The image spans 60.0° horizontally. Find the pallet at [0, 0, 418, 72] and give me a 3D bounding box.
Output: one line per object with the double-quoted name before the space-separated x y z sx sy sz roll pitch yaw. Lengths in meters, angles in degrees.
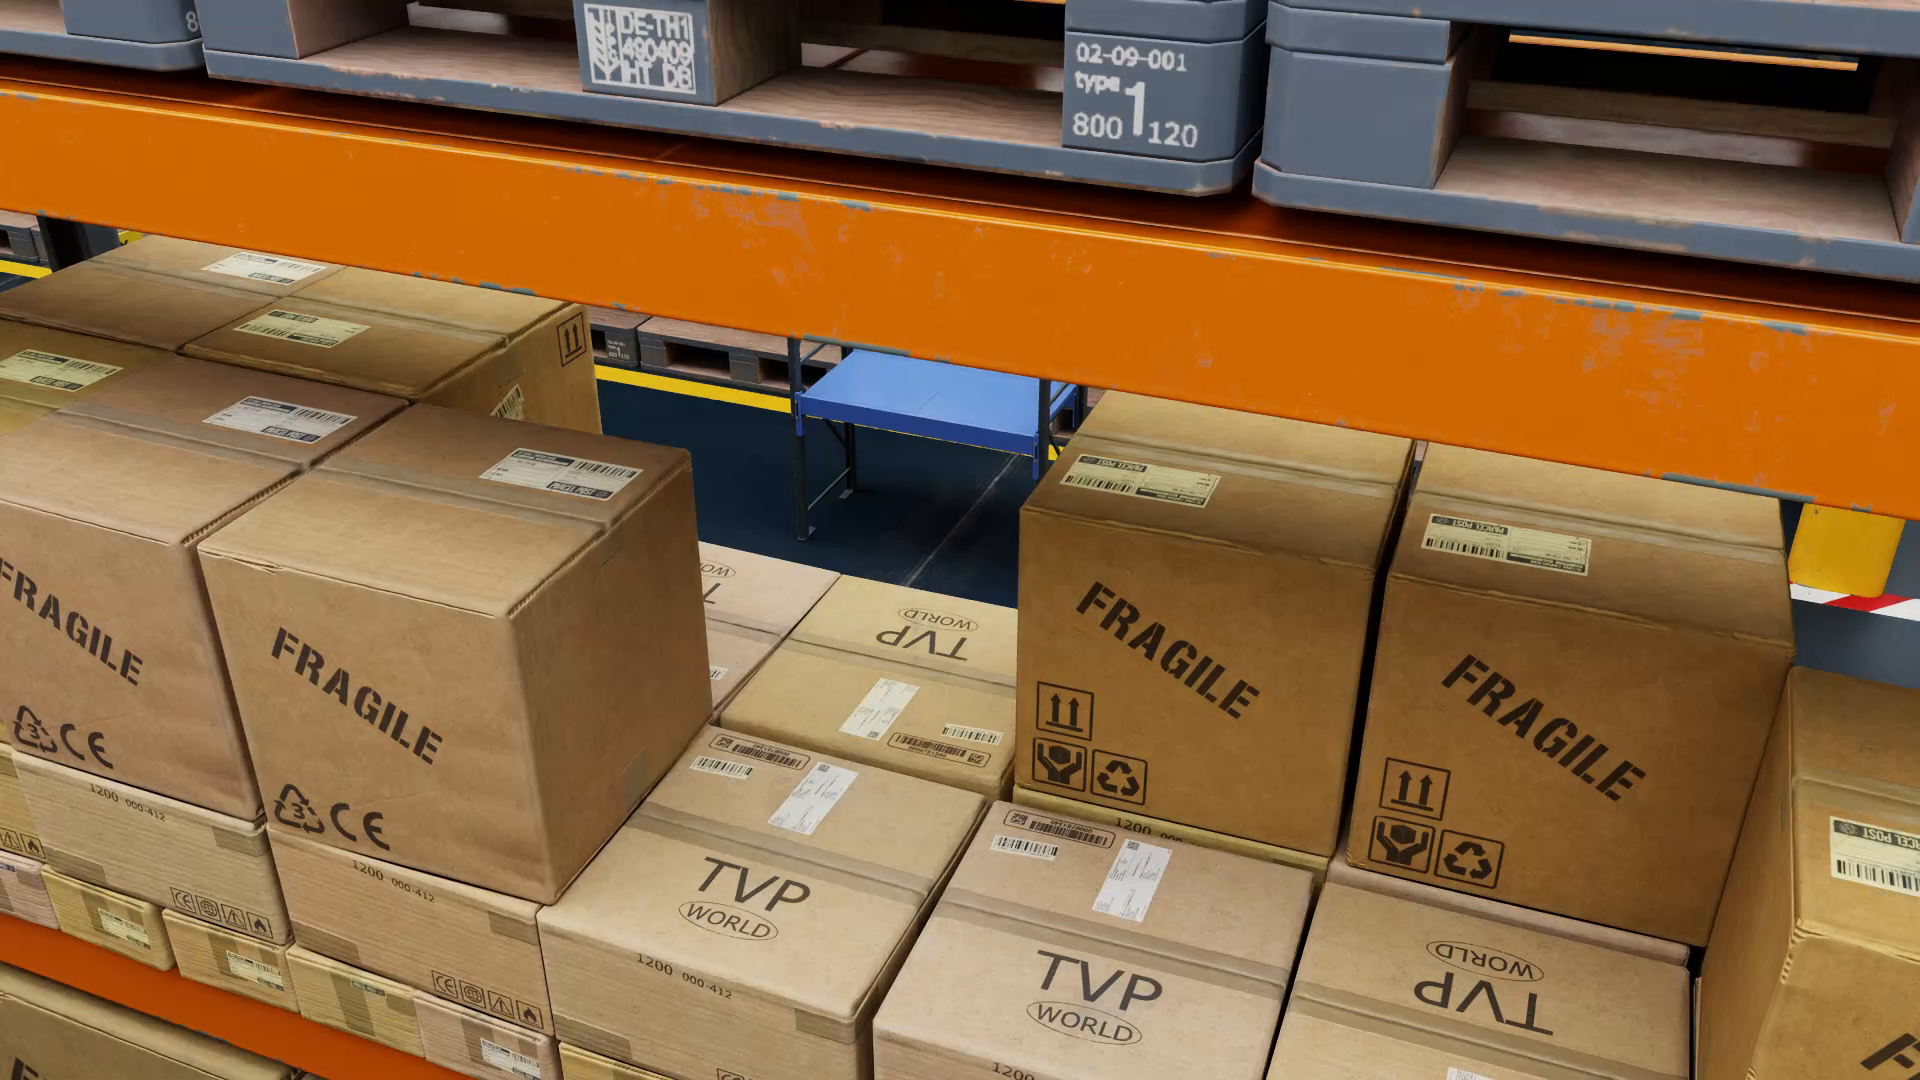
"pallet" -1.259 -0.964 2.449 1.213 0.211 1.003 11 31 19

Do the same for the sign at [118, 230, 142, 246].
"sign" -1.806 -0.517 3.657 0.005 0.325 0.100 11 31 19

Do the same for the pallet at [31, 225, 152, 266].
"pallet" -4.561 -1.798 9.717 1.213 0.211 1.003 11 31 19

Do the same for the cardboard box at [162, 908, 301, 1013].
"cardboard box" -1.132 0.608 2.881 0.250 0.149 0.380 10 31 18

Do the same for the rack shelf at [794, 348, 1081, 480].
"rack shelf" -0.079 -0.512 6.497 1.000 0.185 0.538 11 31 19

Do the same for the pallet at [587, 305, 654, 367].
"pallet" -1.985 -1.284 8.807 1.213 0.211 1.003 11 31 19

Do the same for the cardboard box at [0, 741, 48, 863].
"cardboard box" -1.676 0.289 3.040 0.500 0.250 0.500 11 31 18

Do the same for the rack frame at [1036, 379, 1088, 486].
"rack frame" 0.392 -0.575 6.242 0.032 1.500 0.500 11 31 19

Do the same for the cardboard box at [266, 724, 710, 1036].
"cardboard box" -0.735 0.477 2.708 0.500 0.250 0.500 12 32 20

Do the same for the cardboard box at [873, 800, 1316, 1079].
"cardboard box" 0.203 0.666 2.373 0.500 0.250 0.500 10 31 17

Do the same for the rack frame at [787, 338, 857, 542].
"rack frame" -0.550 -0.763 6.575 0.032 1.500 0.500 11 31 19

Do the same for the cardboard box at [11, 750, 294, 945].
"cardboard box" -1.217 0.384 2.873 0.500 0.250 0.500 11 31 19

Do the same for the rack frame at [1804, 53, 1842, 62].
"rack frame" 5.422 -3.629 10.122 0.127 3.000 1.000 11 31 19

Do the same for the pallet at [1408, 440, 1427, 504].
"pallet" 1.680 -0.554 7.515 1.213 0.211 1.003 11 31 19

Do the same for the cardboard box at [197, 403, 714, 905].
"cardboard box" -0.728 0.151 2.523 0.500 0.500 0.500 10 31 18

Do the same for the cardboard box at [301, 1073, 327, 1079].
"cardboard box" -0.598 1.214 3.285 0.875 0.875 0.875 11 31 19

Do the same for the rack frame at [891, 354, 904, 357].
"rack frame" -0.151 -2.111 7.437 0.127 3.000 1.000 11 31 19

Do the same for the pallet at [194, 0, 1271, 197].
"pallet" -0.132 -0.737 2.048 1.213 0.211 1.003 11 31 19

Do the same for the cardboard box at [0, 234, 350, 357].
"cardboard box" -1.486 -0.280 3.286 0.500 0.500 0.500 12 32 21

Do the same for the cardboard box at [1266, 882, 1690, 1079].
"cardboard box" 0.675 0.760 2.207 0.500 0.250 0.500 11 31 18

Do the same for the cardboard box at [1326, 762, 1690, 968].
"cardboard box" 0.866 0.518 2.635 0.500 0.250 0.500 11 31 19

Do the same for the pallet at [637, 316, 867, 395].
"pallet" -0.850 -1.059 8.409 1.213 0.211 1.003 11 31 19

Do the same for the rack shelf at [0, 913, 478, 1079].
"rack shelf" -0.160 0.830 2.964 4.000 0.370 1.077 11 31 19

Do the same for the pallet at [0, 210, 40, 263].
"pallet" -5.687 -2.025 10.117 1.213 0.211 1.003 11 31 19

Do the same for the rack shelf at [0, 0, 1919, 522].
"rack shelf" -0.160 -0.475 2.225 4.000 0.370 1.077 11 31 19

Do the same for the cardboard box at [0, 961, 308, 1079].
"cardboard box" -1.431 1.048 3.580 0.875 0.875 0.875 11 31 19

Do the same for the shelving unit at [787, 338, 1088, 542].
"shelving unit" -0.079 -0.669 6.409 1.048 1.500 0.538 11 31 19

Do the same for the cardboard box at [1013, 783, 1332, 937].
"cardboard box" 0.402 0.423 2.803 0.500 0.250 0.500 10 31 17

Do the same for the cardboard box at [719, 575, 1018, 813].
"cardboard box" -0.084 0.329 2.969 0.500 0.250 0.500 11 31 18

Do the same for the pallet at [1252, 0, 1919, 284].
"pallet" 1.002 -0.512 1.650 1.213 0.211 1.003 11 31 19

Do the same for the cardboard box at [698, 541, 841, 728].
"cardboard box" -0.552 0.234 3.138 0.500 0.250 0.500 12 32 20

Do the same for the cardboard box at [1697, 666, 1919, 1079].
"cardboard box" 1.143 0.526 1.859 0.500 0.500 0.500 12 32 20

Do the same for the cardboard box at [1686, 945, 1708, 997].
"cardboard box" 1.350 0.611 2.470 0.500 0.250 0.500 10 31 18

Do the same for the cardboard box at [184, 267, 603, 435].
"cardboard box" -1.024 -0.186 3.118 0.500 0.500 0.500 12 31 20

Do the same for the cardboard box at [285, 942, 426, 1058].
"cardboard box" -0.895 0.655 2.798 0.250 0.149 0.380 11 31 18

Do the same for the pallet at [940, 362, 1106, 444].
"pallet" 0.545 -0.779 7.913 1.213 0.211 1.003 11 31 19

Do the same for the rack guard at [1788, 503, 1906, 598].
"rack guard" 3.583 -0.284 6.745 0.348 0.500 1.175 11 31 19

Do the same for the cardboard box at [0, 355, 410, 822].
"cardboard box" -1.212 0.056 2.690 0.500 0.500 0.500 11 31 19

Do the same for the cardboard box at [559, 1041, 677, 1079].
"cardboard box" -0.419 0.751 2.629 0.250 0.149 0.380 10 31 18

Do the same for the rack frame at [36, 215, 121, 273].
"rack frame" -2.013 0.147 3.441 0.127 3.000 1.000 11 31 19

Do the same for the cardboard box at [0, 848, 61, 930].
"cardboard box" -1.621 0.512 3.052 0.250 0.149 0.380 10 31 17

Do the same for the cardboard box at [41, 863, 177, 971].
"cardboard box" -1.376 0.560 2.966 0.250 0.149 0.380 12 32 21

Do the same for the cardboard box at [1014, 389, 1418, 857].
"cardboard box" 0.405 0.099 2.614 0.500 0.500 0.500 10 31 18

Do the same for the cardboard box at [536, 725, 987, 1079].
"cardboard box" -0.281 0.572 2.540 0.500 0.250 0.500 11 31 19

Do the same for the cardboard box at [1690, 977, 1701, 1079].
"cardboard box" 1.145 0.854 2.040 0.500 0.250 0.500 11 31 18

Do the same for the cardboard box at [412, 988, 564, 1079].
"cardboard box" -0.663 0.703 2.714 0.250 0.149 0.380 12 32 20

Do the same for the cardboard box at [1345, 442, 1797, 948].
"cardboard box" 0.887 0.192 2.450 0.500 0.500 0.500 11 31 18

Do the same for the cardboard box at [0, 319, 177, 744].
"cardboard box" -1.665 -0.038 2.857 0.500 0.500 0.500 11 31 19
